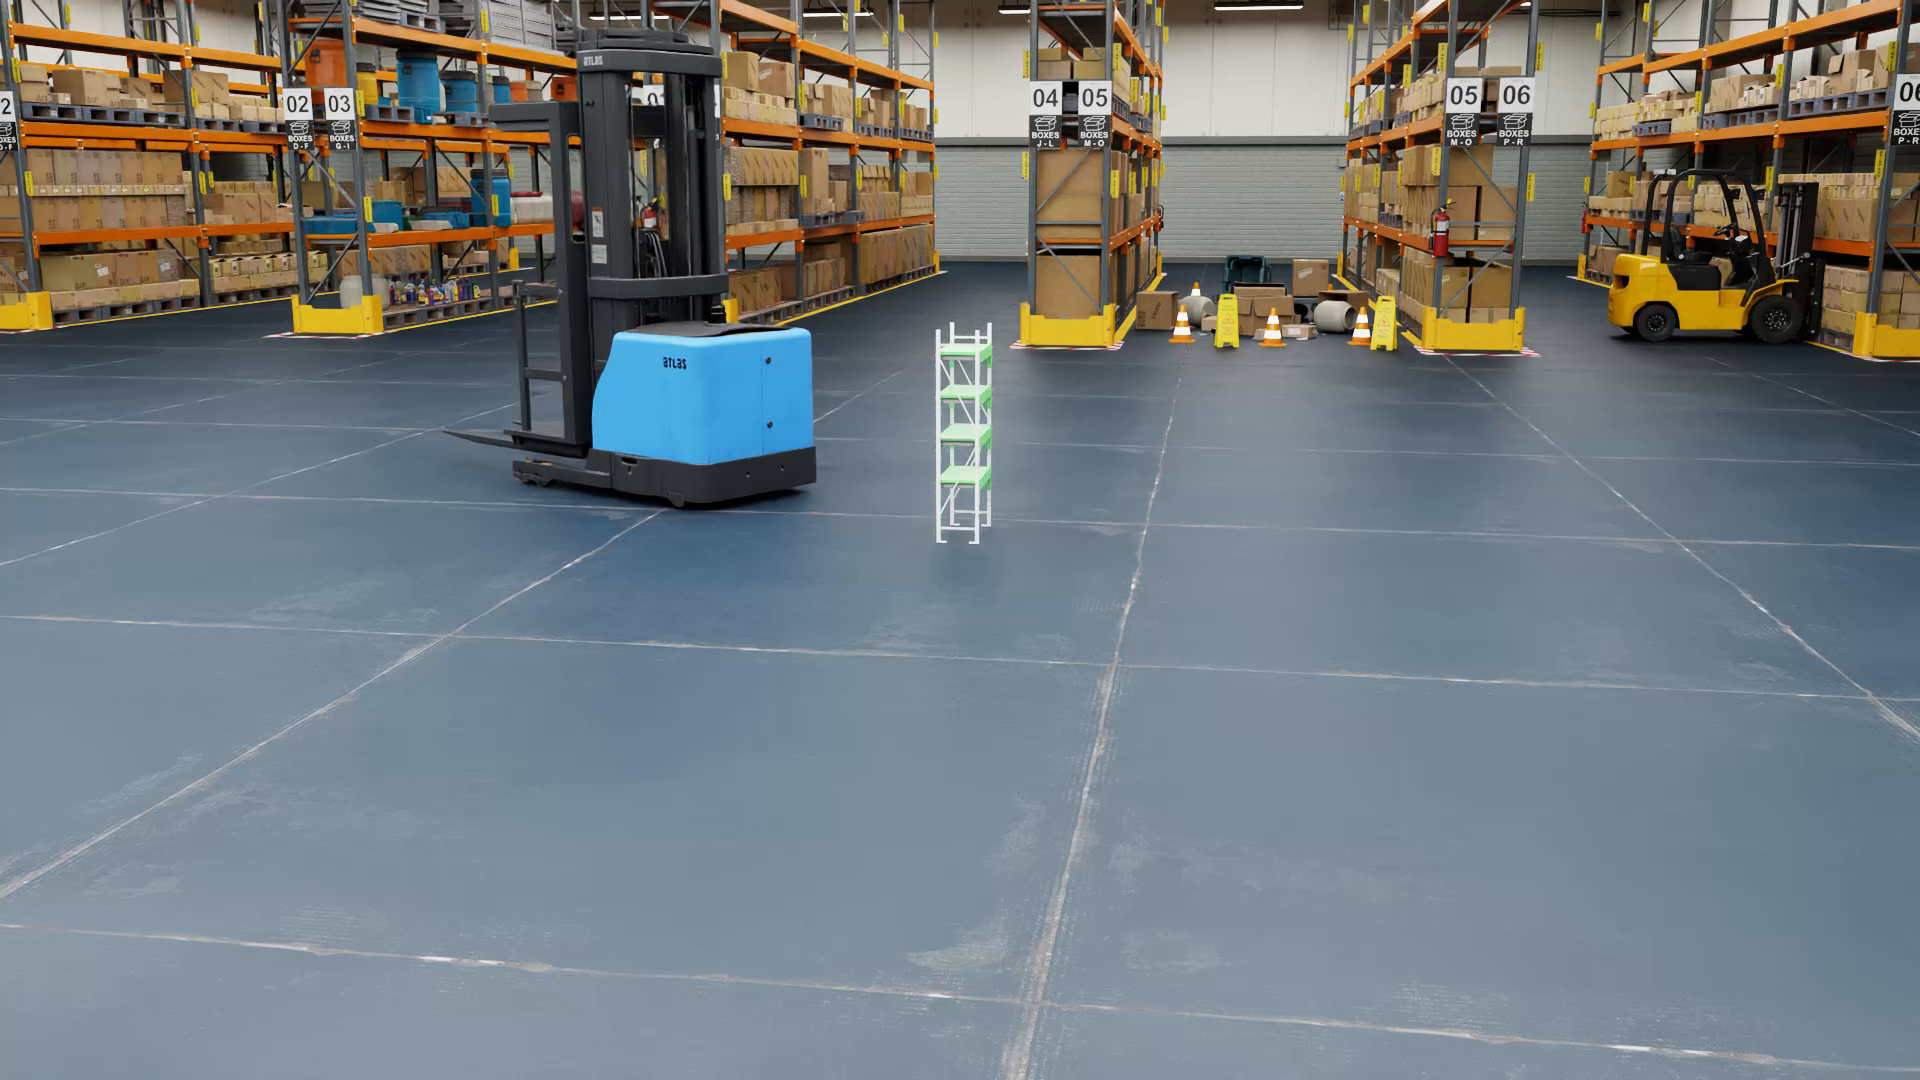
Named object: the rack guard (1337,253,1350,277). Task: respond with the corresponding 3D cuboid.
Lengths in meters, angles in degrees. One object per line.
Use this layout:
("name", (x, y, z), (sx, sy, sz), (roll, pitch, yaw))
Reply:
("rack guard", (8.728, -5.916, 35.759), (1.175, 0.500, 0.348), (2, 12, 9))

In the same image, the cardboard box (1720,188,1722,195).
("cardboard box", (11.968, -5.399, 25.648), (0.380, 0.149, 0.250), (2, 12, 9))

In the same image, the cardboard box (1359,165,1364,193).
("cardboard box", (7.757, -6.756, 31.111), (0.500, 0.500, 0.500), (2, 12, 9))

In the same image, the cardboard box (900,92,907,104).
("cardboard box", (-1.389, -9.170, 34.552), (0.500, 0.250, 0.500), (1, 12, 7))

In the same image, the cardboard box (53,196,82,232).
("cardboard box", (-13.156, -4.700, 23.947), (0.700, 0.500, 0.500), (2, 12, 10))

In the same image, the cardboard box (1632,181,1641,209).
("cardboard box", (12.718, -6.301, 30.377), (0.700, 0.500, 0.500), (2, 12, 10))

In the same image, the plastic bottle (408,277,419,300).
("plastic bottle", (-8.371, -3.843, 25.449), (0.144, 0.351, 0.185), (1, 12, 6))

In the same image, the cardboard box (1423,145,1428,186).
("cardboard box", (6.211, -4.704, 20.884), (0.700, 0.500, 0.500), (2, 12, 9))

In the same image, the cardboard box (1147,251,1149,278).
("cardboard box", (3.337, -5.261, 31.721), (0.500, 0.500, 0.500), (2, 12, 8))

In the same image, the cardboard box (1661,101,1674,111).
("cardboard box", (12.356, -7.513, 28.771), (0.380, 0.149, 0.250), (2, 12, 9))

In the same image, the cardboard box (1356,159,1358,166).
("cardboard box", (8.124, -7.545, 33.234), (0.380, 0.149, 0.250), (2, 12, 9))

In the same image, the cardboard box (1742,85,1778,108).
("cardboard box", (11.772, -6.470, 24.254), (0.500, 0.311, 0.500), (1, 12, 7))

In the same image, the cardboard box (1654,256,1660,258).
("cardboard box", (12.478, -4.708, 29.154), (0.500, 0.500, 0.500), (1, 12, 7))

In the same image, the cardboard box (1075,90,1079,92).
("cardboard box", (1.467, -6.264, 22.736), (0.500, 0.250, 0.500), (2, 12, 8))

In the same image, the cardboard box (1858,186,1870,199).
("cardboard box", (10.955, -4.144, 19.824), (0.380, 0.149, 0.250), (2, 12, 10))

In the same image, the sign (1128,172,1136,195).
("sign", (2.520, -5.219, 24.346), (0.100, 0.325, 0.005), (2, 12, 9))

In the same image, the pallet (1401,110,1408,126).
("pallet", (7.078, -6.135, 24.165), (1.213, 0.211, 1.003), (2, 12, 9))

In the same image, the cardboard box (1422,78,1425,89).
("cardboard box", (6.392, -6.097, 22.246), (0.380, 0.149, 0.250), (1, 12, 7))

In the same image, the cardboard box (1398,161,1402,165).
("cardboard box", (6.838, -5.657, 25.142), (0.380, 0.149, 0.250), (1, 12, 6))

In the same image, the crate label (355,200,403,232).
("crate label", (-8.407, -4.693, 24.067), (0.502, 0.435, 0.616), (2, 12, 9))

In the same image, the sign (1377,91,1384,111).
("sign", (6.946, -7.245, 27.457), (0.100, 0.325, 0.005), (2, 12, 9))

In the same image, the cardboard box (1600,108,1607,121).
("cardboard box", (13.216, -8.566, 33.466), (0.500, 0.250, 0.500), (2, 12, 8))

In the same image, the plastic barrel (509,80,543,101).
("plastic barrel", (-7.533, -7.497, 28.850), (0.600, 0.901, 0.600), (0, 12, 0))

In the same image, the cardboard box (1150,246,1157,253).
("cardboard box", (3.976, -6.148, 35.259), (0.380, 0.149, 0.250), (2, 12, 7))

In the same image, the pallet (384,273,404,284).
("pallet", (-11.744, -5.155, 32.912), (1.003, 0.211, 1.213), (2, 12, 9))

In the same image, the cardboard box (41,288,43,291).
("cardboard box", (-13.461, -3.532, 24.293), (0.500, 0.250, 0.500), (2, 12, 9))

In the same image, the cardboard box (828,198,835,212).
("cardboard box", (-2.288, -5.573, 27.553), (0.396, 0.266, 0.258), (2, 12, 7))

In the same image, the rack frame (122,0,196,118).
("rack frame", (-12.702, -8.211, 26.232), (1.000, 3.000, 0.127), (2, 12, 9))

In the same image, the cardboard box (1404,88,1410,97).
("cardboard box", (6.977, -6.816, 25.052), (0.500, 0.250, 0.500), (2, 12, 10))

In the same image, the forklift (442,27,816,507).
("forklift", (-2.404, -1.866, 11.196), (3.031, 2.935, 1.130), (10, 16, 38))

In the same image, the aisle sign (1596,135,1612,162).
("aisle sign", (13.349, -8.268, 34.566), (0.394, 0.787, 0.004), (2, 12, 9))

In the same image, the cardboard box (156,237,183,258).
("cardboard box", (-16.472, -5.933, 34.008), (0.750, 0.750, 0.750), (2, 12, 10))

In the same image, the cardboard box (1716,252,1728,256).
("cardboard box", (12.787, -4.707, 27.610), (0.380, 0.149, 0.250), (3, 12, 12))

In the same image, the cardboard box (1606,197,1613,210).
("cardboard box", (13.083, -6.642, 32.842), (0.500, 0.250, 0.500), (2, 12, 7))

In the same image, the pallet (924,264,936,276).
("pallet", (-1.114, -5.922, 36.472), (1.003, 0.211, 1.213), (2, 12, 9))

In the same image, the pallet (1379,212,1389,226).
("pallet", (7.489, -5.222, 27.060), (1.213, 0.211, 1.003), (2, 12, 9))

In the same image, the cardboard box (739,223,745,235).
("cardboard box", (-3.121, -4.208, 22.496), (0.380, 0.149, 0.250), (2, 12, 9))

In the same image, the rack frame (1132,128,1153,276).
("rack frame", (3.202, -6.440, 32.255), (1.000, 3.000, 0.127), (2, 12, 9))

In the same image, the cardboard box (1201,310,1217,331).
("cardboard box", (3.527, -3.020, 22.878), (0.396, 0.266, 0.258), (4, 13, 18))

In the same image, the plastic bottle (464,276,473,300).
("plastic bottle", (-7.622, -3.893, 25.683), (0.144, 0.351, 0.185), (2, 12, 7))

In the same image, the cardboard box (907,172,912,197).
("cardboard box", (-1.274, -7.254, 33.902), (0.500, 0.500, 0.500), (2, 12, 9))

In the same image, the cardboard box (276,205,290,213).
("cardboard box", (-12.415, -5.887, 29.902), (0.500, 0.311, 0.500), (2, 12, 8))

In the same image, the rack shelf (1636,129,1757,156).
("rack shelf", (12.706, -6.839, 28.694), (1.077, 0.370, 4.000), (2, 12, 9))

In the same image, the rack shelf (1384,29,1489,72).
("rack shelf", (7.186, -7.437, 25.299), (1.077, 0.370, 4.000), (2, 12, 9))

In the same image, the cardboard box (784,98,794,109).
("cardboard box", (-2.678, -6.467, 24.671), (0.380, 0.149, 0.250), (2, 12, 10))

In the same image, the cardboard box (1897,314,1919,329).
("cardboard box", (11.437, -2.599, 19.965), (0.500, 0.250, 0.500), (2, 12, 9))

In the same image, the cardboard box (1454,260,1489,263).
("cardboard box", (6.899, -3.519, 22.451), (0.500, 0.500, 0.500), (3, 12, 12))

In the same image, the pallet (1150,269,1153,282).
("pallet", (3.456, -5.472, 34.385), (1.003, 0.211, 1.213), (2, 12, 9))

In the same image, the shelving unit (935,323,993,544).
("shelving unit", (0.025, -0.621, 9.527), (0.258, 1.200, 0.503), (2, 12, 9))

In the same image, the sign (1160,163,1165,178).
("sign", (4.362, -7.971, 35.861), (0.100, 0.325, 0.005), (2, 12, 9))

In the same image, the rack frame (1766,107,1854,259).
("rack frame", (11.783, -4.475, 23.138), (1.000, 3.000, 0.127), (2, 12, 9))

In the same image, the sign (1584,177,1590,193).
("sign", (13.093, -7.414, 34.720), (0.100, 0.325, 0.005), (2, 12, 9))

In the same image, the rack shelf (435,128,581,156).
("rack shelf", (-7.500, -6.648, 27.807), (1.077, 0.370, 4.000), (2, 12, 9))
